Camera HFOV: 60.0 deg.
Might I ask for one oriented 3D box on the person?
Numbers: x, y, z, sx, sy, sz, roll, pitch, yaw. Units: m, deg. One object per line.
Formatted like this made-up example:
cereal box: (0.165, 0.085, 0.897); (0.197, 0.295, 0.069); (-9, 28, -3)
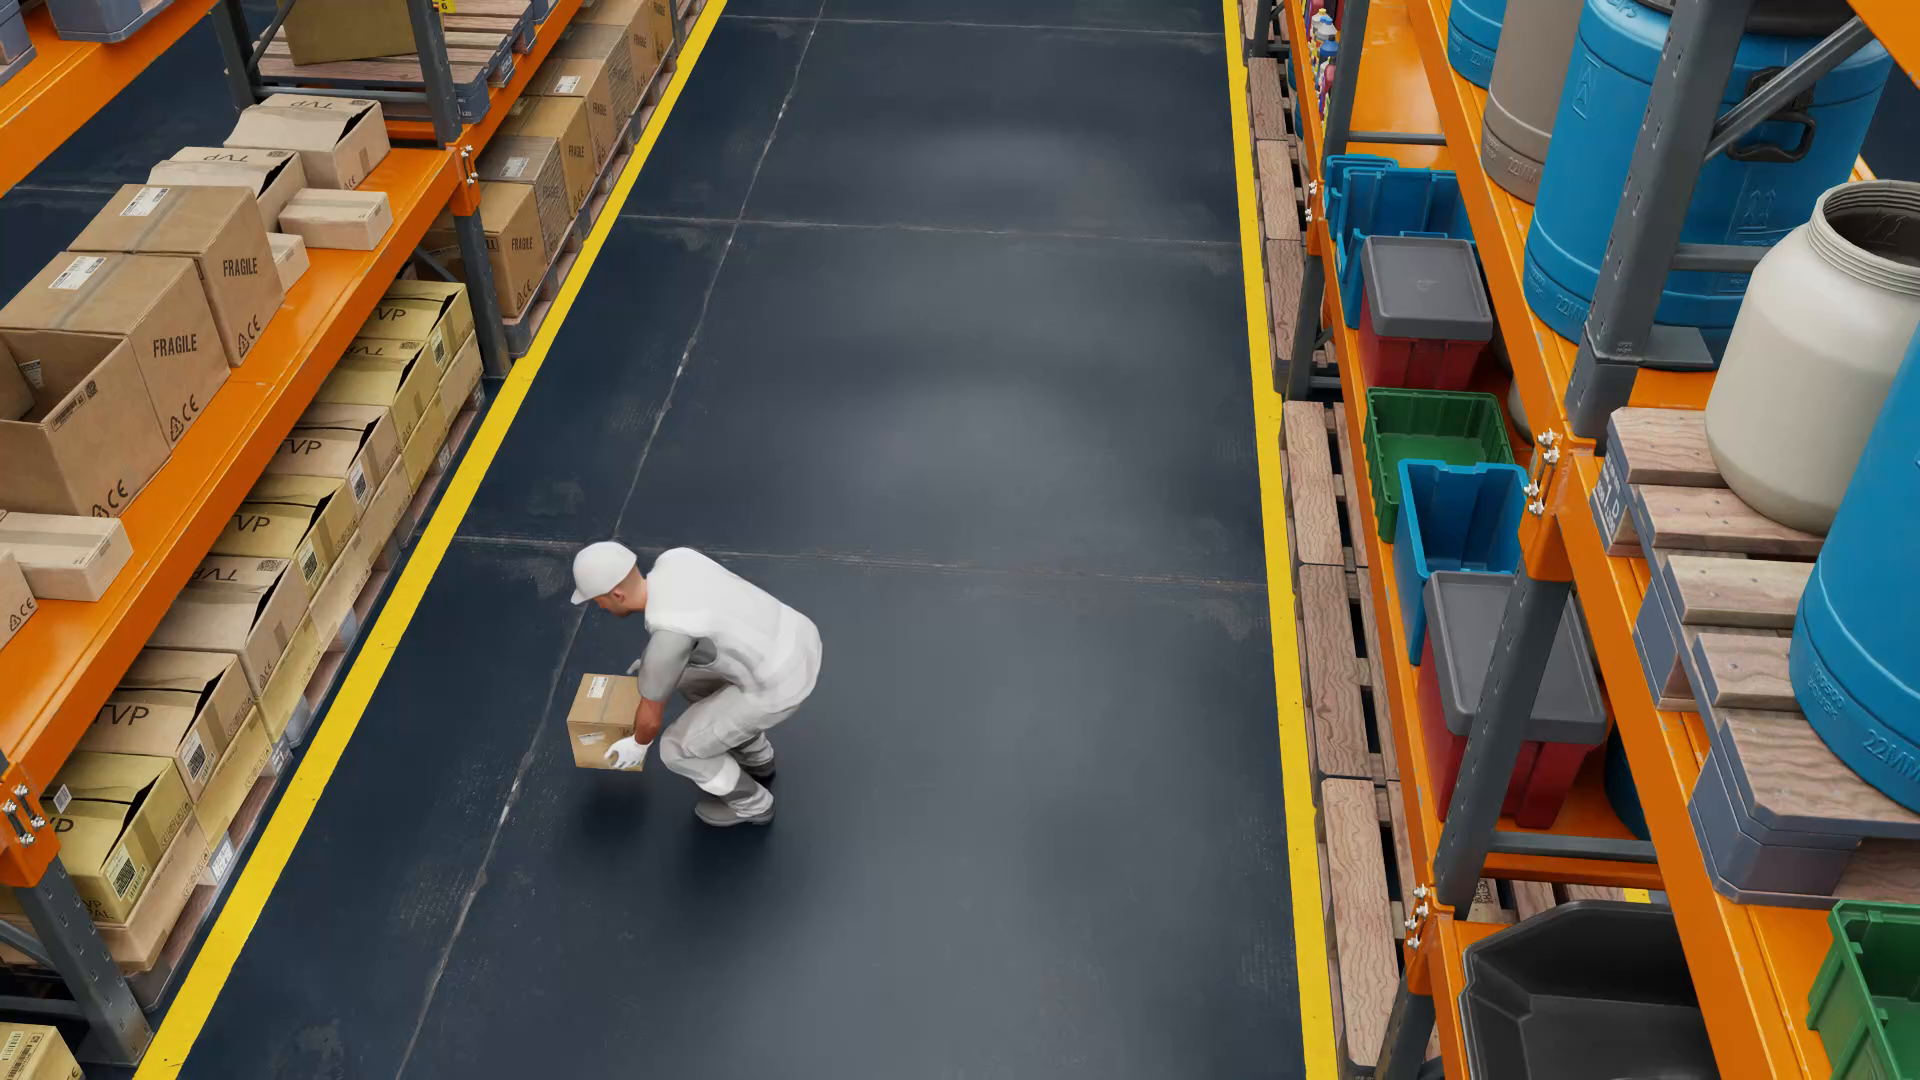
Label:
person: (-0.914, 0.509, 5.955); (0.832, 1.239, 0.582); (3, 40, 4)
